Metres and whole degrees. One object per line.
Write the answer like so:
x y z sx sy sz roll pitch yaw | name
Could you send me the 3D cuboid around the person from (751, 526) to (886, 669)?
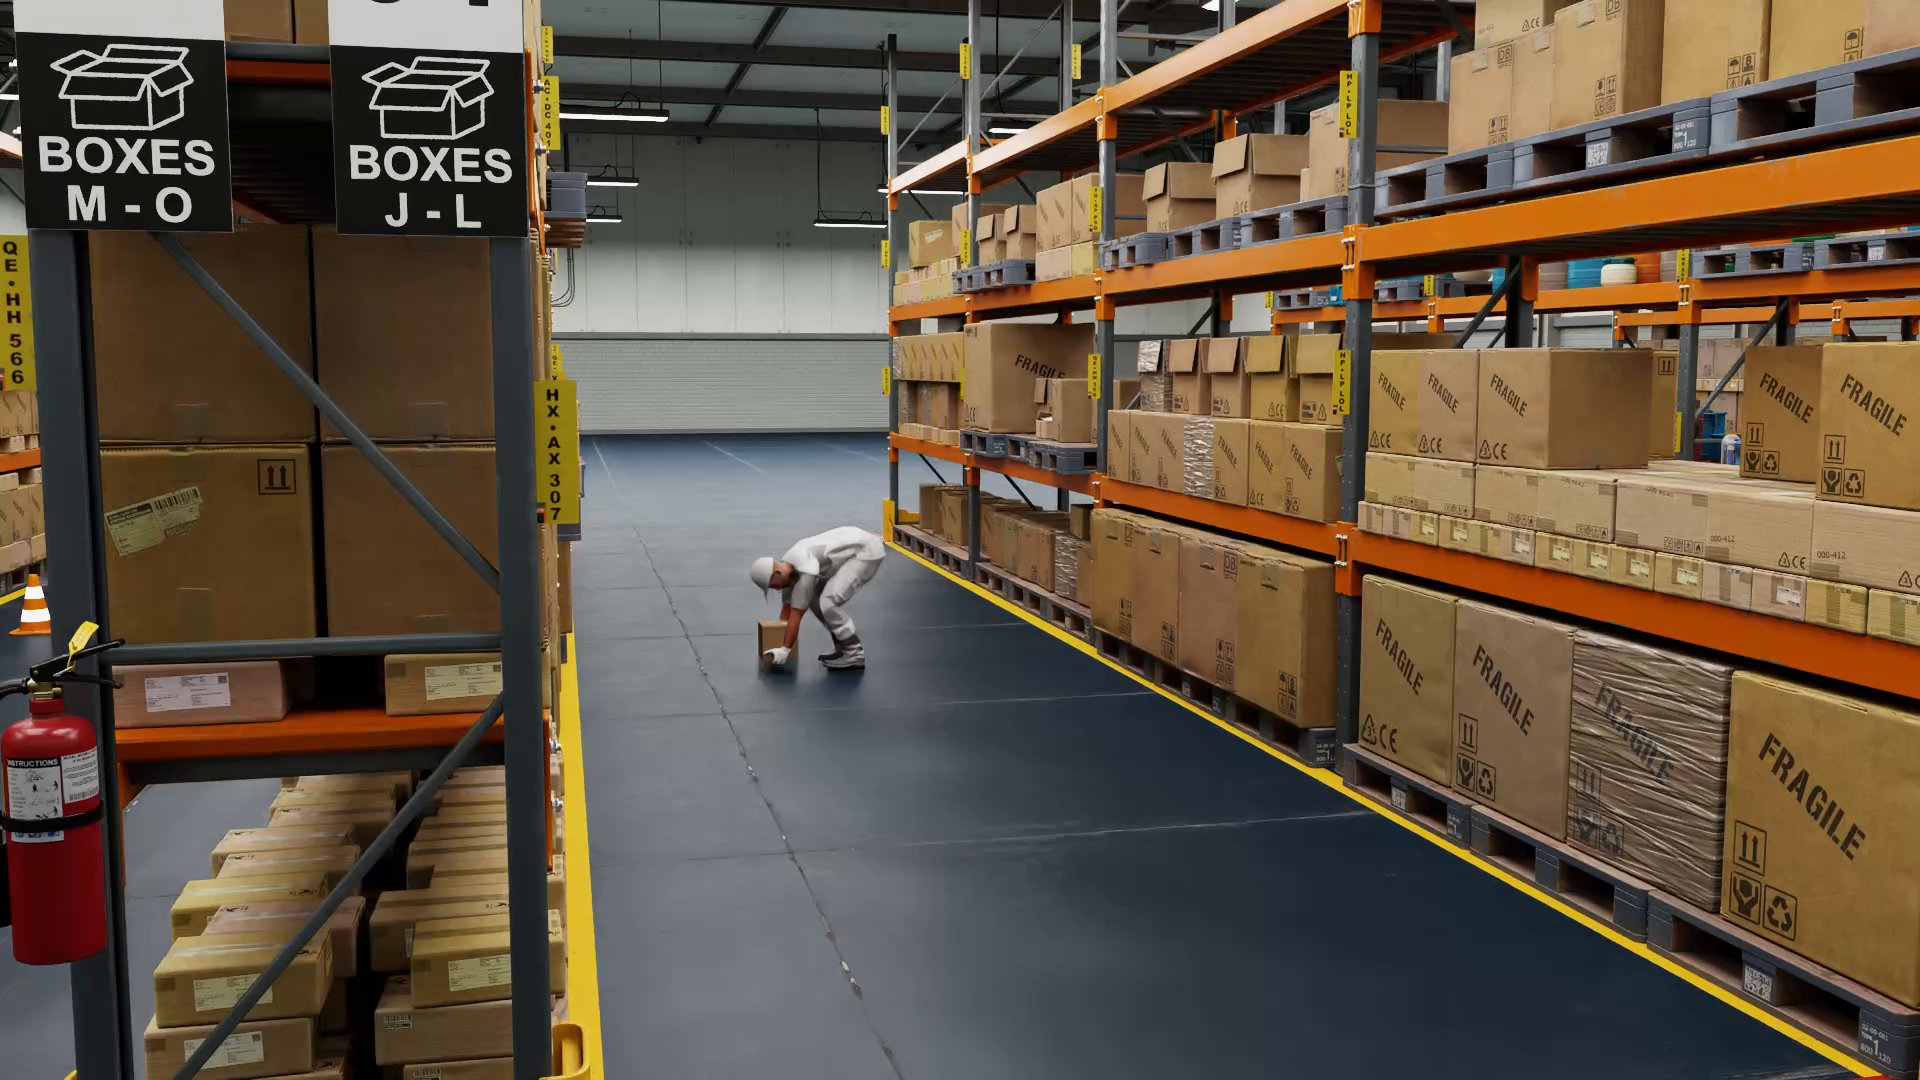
-1.000 0.406 11.741 0.949 0.983 0.531 -2 6 -16 | person
